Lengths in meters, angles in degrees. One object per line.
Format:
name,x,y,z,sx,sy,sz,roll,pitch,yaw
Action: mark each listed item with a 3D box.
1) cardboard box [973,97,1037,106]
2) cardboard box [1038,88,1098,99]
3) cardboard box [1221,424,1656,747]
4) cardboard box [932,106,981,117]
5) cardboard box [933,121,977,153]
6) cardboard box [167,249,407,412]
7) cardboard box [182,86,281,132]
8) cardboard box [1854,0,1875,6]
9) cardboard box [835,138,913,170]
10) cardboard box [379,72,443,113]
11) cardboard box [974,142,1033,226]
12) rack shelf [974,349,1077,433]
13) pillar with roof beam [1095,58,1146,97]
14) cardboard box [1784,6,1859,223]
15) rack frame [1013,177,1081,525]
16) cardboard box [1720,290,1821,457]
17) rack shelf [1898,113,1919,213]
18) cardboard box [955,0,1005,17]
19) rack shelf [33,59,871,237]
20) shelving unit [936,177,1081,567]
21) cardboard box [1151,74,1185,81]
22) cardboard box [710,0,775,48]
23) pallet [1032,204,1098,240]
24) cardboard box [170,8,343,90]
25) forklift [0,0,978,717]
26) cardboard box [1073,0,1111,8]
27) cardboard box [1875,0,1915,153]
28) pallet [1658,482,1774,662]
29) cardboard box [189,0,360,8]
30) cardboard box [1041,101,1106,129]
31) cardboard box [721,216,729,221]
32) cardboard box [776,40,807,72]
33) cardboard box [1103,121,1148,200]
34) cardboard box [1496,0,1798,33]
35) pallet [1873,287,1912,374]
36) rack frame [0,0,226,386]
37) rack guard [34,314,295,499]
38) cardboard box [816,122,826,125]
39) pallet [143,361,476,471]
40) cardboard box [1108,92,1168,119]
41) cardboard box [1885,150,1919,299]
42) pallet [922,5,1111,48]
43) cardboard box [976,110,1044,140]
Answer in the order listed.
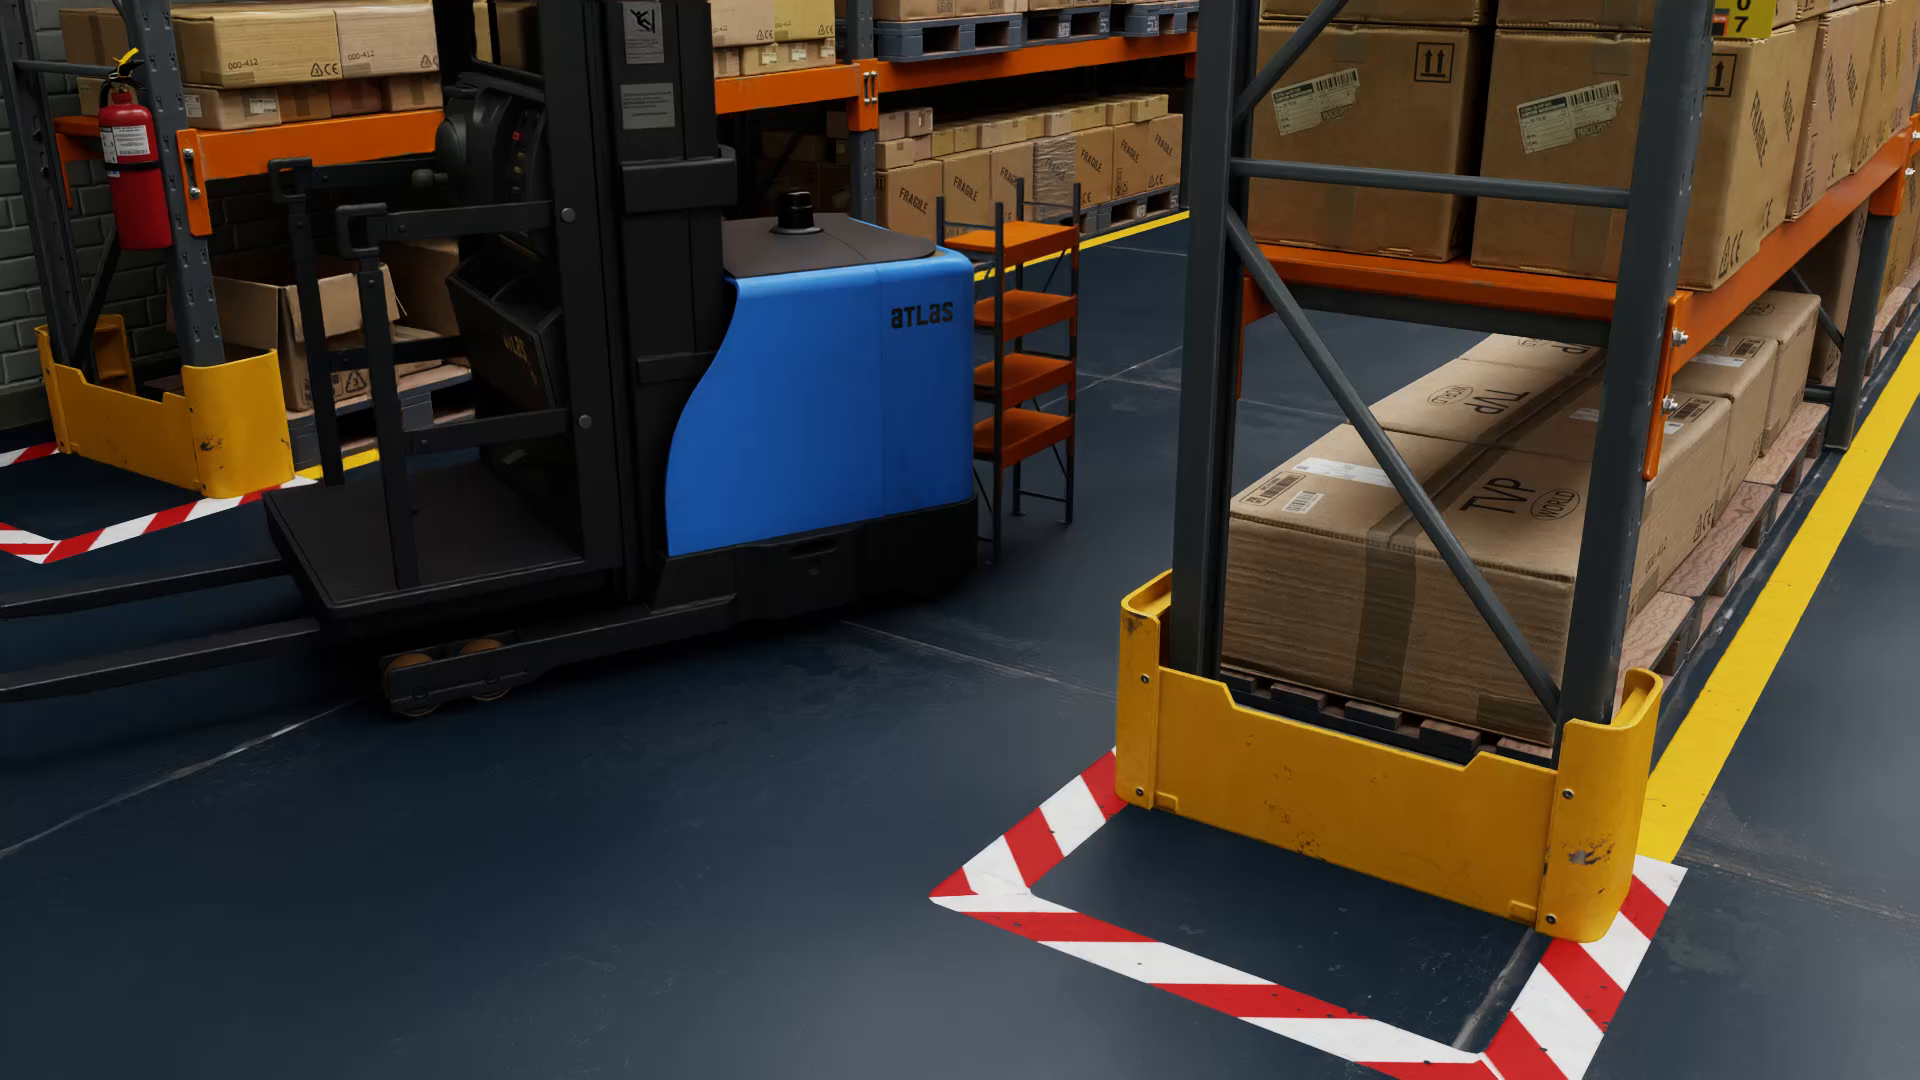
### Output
cardboard box,0.312,-3.008,11.636,0.380,0.149,0.250,12,23,29
cardboard box,0.787,-3.226,12.225,0.380,0.149,0.250,15,25,35
cardboard box,1.236,0.072,4.333,0.875,0.438,0.875,12,24,30
cardboard box,-0.083,-2.775,11.006,0.380,0.149,0.250,12,24,30
cardboard box,-0.120,-2.470,10.181,0.380,0.149,0.250,13,24,31
cardboard box,-2.737,-0.874,6.796,0.797,0.503,0.637,12,24,30
cardboard box,-2.747,-1.613,6.165,0.380,0.149,0.250,13,24,31
cardboard box,2.301,-1.764,4.624,0.500,0.500,0.500,13,24,32
cardboard box,-0.489,-2.218,9.500,0.380,0.149,0.250,15,25,34
cardboard box,-2.331,-1.838,6.773,0.380,0.149,0.250,14,25,33
cardboard box,0.123,-2.255,10.534,0.500,0.500,0.500,12,24,30
rack shelf,0.163,-0.506,5.597,0.258,0.148,0.480,13,24,31
pillar with roof beam,4.886,-6.510,10.393,9.100,9.000,0.400,13,24,32
cardboard box,2.017,-1.145,4.393,0.500,0.500,0.500,13,24,32
rack frame,0.296,-0.640,5.766,0.240,1.200,0.015,13,24,31
cardboard box,2.755,-0.707,6.441,0.875,0.438,0.875,13,24,31
rack shelf,4.321,-2.108,8.176,1.077,0.370,4.000,13,24,32
cardboard box,-0.163,-3.326,9.683,0.700,0.500,0.500,14,24,32
rack shelf,-2.035,-1.927,7.687,1.077,0.370,4.000,13,24,32
shelving unit,0.163,-0.569,5.574,0.258,1.200,0.503,13,24,31
cardboard box,2.061,-3.434,13.543,0.875,0.625,0.625,14,25,34
cardboard box,-1.265,-2.567,8.168,0.500,0.250,0.500,13,24,32
pallet,0.201,-2.122,11.199,1.003,0.211,1.213,13,24,32
cardboard box,-2.681,-1.837,6.196,0.500,0.250,0.500,13,24,32
forklift,-1.477,-1.108,4.536,3.031,2.935,1.130,-11,23,-28
cardboard box,0.573,-3.727,10.762,0.797,0.503,0.637,13,24,31
cardboard box,2.863,-1.586,5.586,0.500,0.500,0.500,13,24,31
pallet,2.019,-0.009,5.485,1.003,0.211,1.213,13,24,32
cardboard box,-2.829,-2.091,6.882,0.500,0.250,0.500,13,24,32
cardboard box,0.771,-2.905,11.358,0.380,0.149,0.250,14,25,33
cardboard box,-1.477,-1.631,9.120,0.500,0.311,0.500,14,25,34
cardboard box,-1.009,-2.501,8.564,0.380,0.149,0.250,14,25,33
cardboard box,0.988,-2.706,11.753,0.500,0.500,0.500,13,24,31
cardboard box,1.453,-1.321,3.428,0.500,0.500,0.500,13,24,31
pallet,4.253,-1.151,8.572,1.003,0.211,1.213,13,24,32
rack frame,-3.159,-1.690,6.011,1.000,3.000,0.127,13,24,32
rack guard,-3.116,-0.540,6.504,1.175,0.500,0.348,13,24,32
cardboard box,-0.669,-2.477,10.200,0.380,0.149,0.250,14,24,32
pallet,-2.669,-0.633,7.173,1.003,0.211,1.213,13,24,32
cardboard box,1.270,-3.124,11.948,0.380,0.149,0.250,12,23,29
cardboard box,4.483,-1.782,8.717,0.875,0.875,0.875,14,24,32
pallet,0.249,-3.337,10.739,1.003,0.211,1.213,13,24,32
cardboard box,0.321,-2.688,10.771,0.380,0.149,0.250,13,24,32
